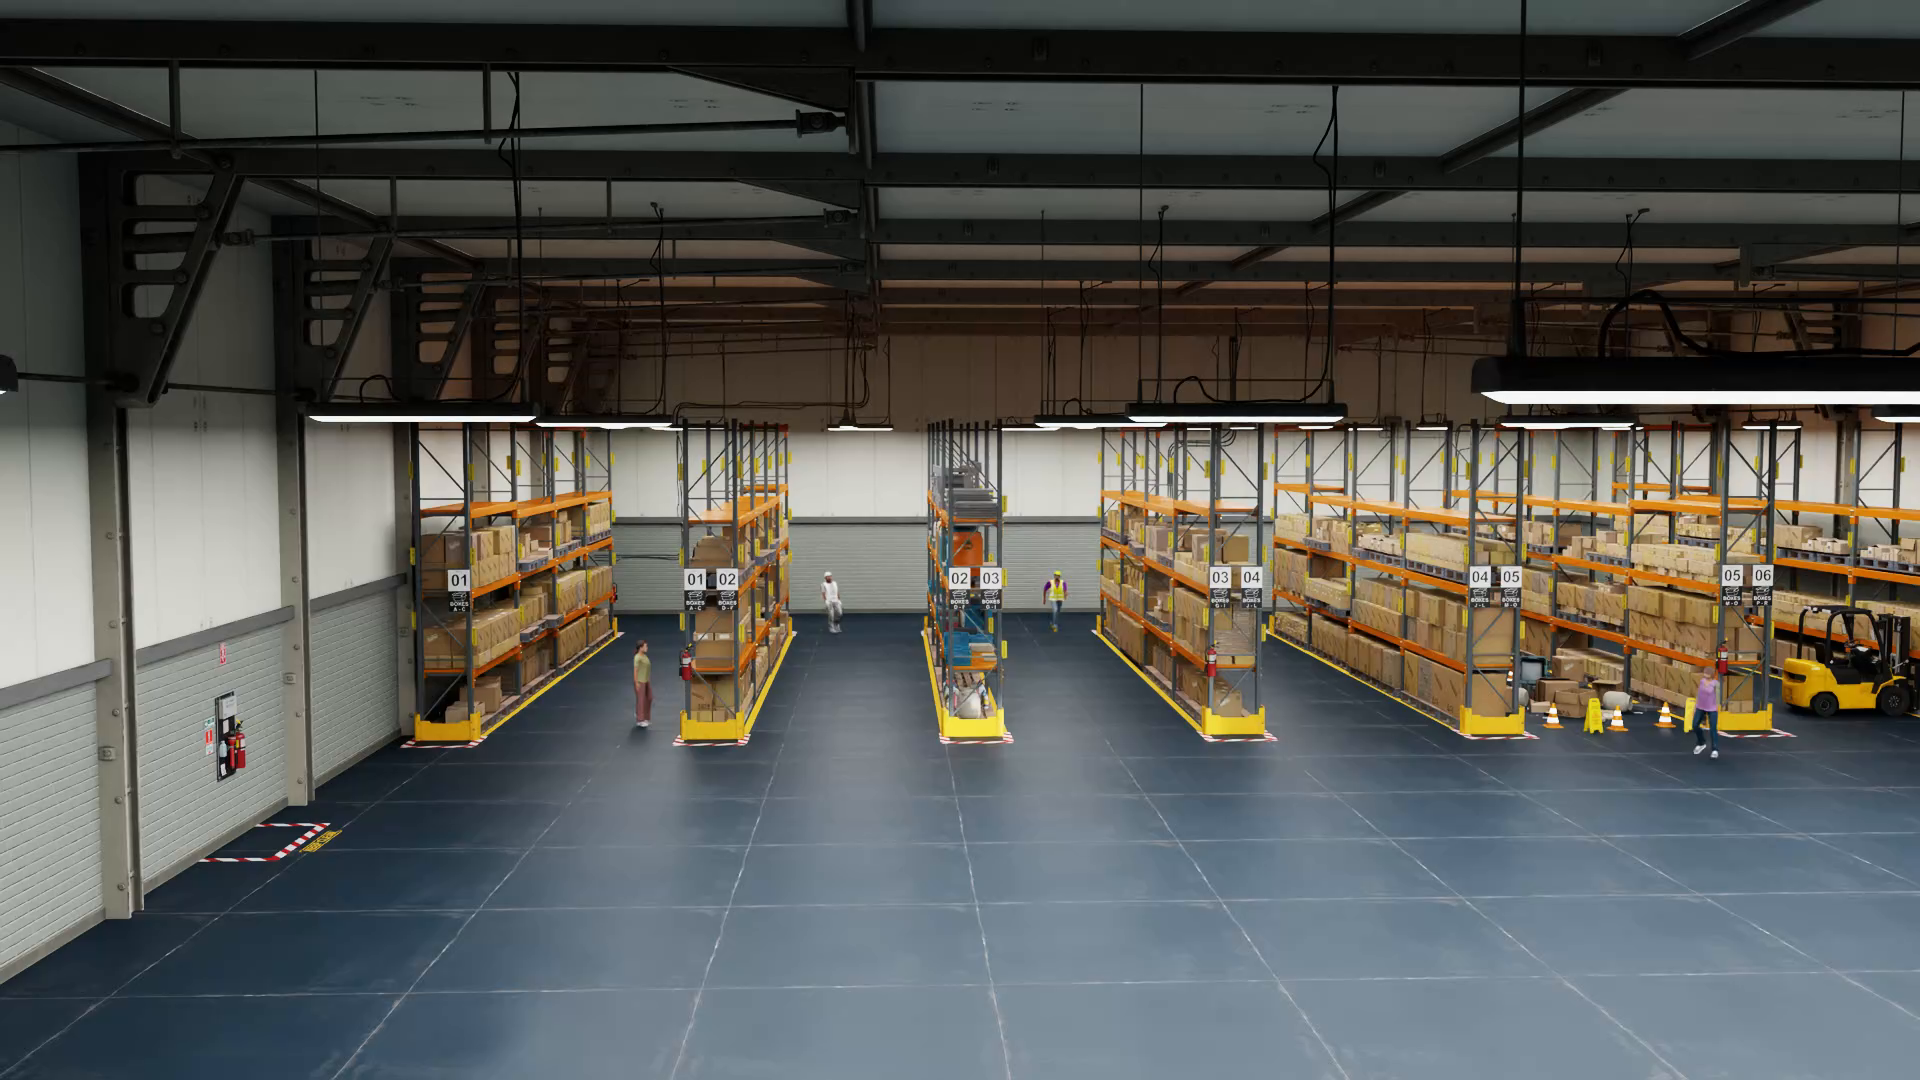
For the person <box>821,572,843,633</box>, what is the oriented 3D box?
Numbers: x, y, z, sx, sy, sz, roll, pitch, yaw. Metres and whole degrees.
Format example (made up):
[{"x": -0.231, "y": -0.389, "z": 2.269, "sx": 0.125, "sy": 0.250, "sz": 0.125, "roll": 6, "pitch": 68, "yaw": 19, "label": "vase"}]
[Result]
[{"x": -3.640, "y": 1.784, "z": 47.409, "sx": 0.626, "sy": 1.753, "sz": 0.488, "roll": -2, "pitch": 4, "yaw": -34, "label": "person"}]

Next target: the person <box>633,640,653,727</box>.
[{"x": -6.232, "y": 2.833, "z": 32.648, "sx": 0.365, "sy": 1.738, "sz": 0.530, "roll": 1, "pitch": 4, "yaw": 12, "label": "person"}]

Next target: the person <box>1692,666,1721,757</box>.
[{"x": 13.224, "y": 3.022, "z": 29.450, "sx": 0.343, "sy": 1.604, "sz": 0.474, "roll": -3, "pitch": 5, "yaw": -40, "label": "person"}]

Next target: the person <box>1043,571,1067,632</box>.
[{"x": 2.800, "y": 1.787, "z": 48.393, "sx": 0.633, "sy": 1.794, "sz": 0.869, "roll": -1, "pitch": 4, "yaw": -22, "label": "person"}]
